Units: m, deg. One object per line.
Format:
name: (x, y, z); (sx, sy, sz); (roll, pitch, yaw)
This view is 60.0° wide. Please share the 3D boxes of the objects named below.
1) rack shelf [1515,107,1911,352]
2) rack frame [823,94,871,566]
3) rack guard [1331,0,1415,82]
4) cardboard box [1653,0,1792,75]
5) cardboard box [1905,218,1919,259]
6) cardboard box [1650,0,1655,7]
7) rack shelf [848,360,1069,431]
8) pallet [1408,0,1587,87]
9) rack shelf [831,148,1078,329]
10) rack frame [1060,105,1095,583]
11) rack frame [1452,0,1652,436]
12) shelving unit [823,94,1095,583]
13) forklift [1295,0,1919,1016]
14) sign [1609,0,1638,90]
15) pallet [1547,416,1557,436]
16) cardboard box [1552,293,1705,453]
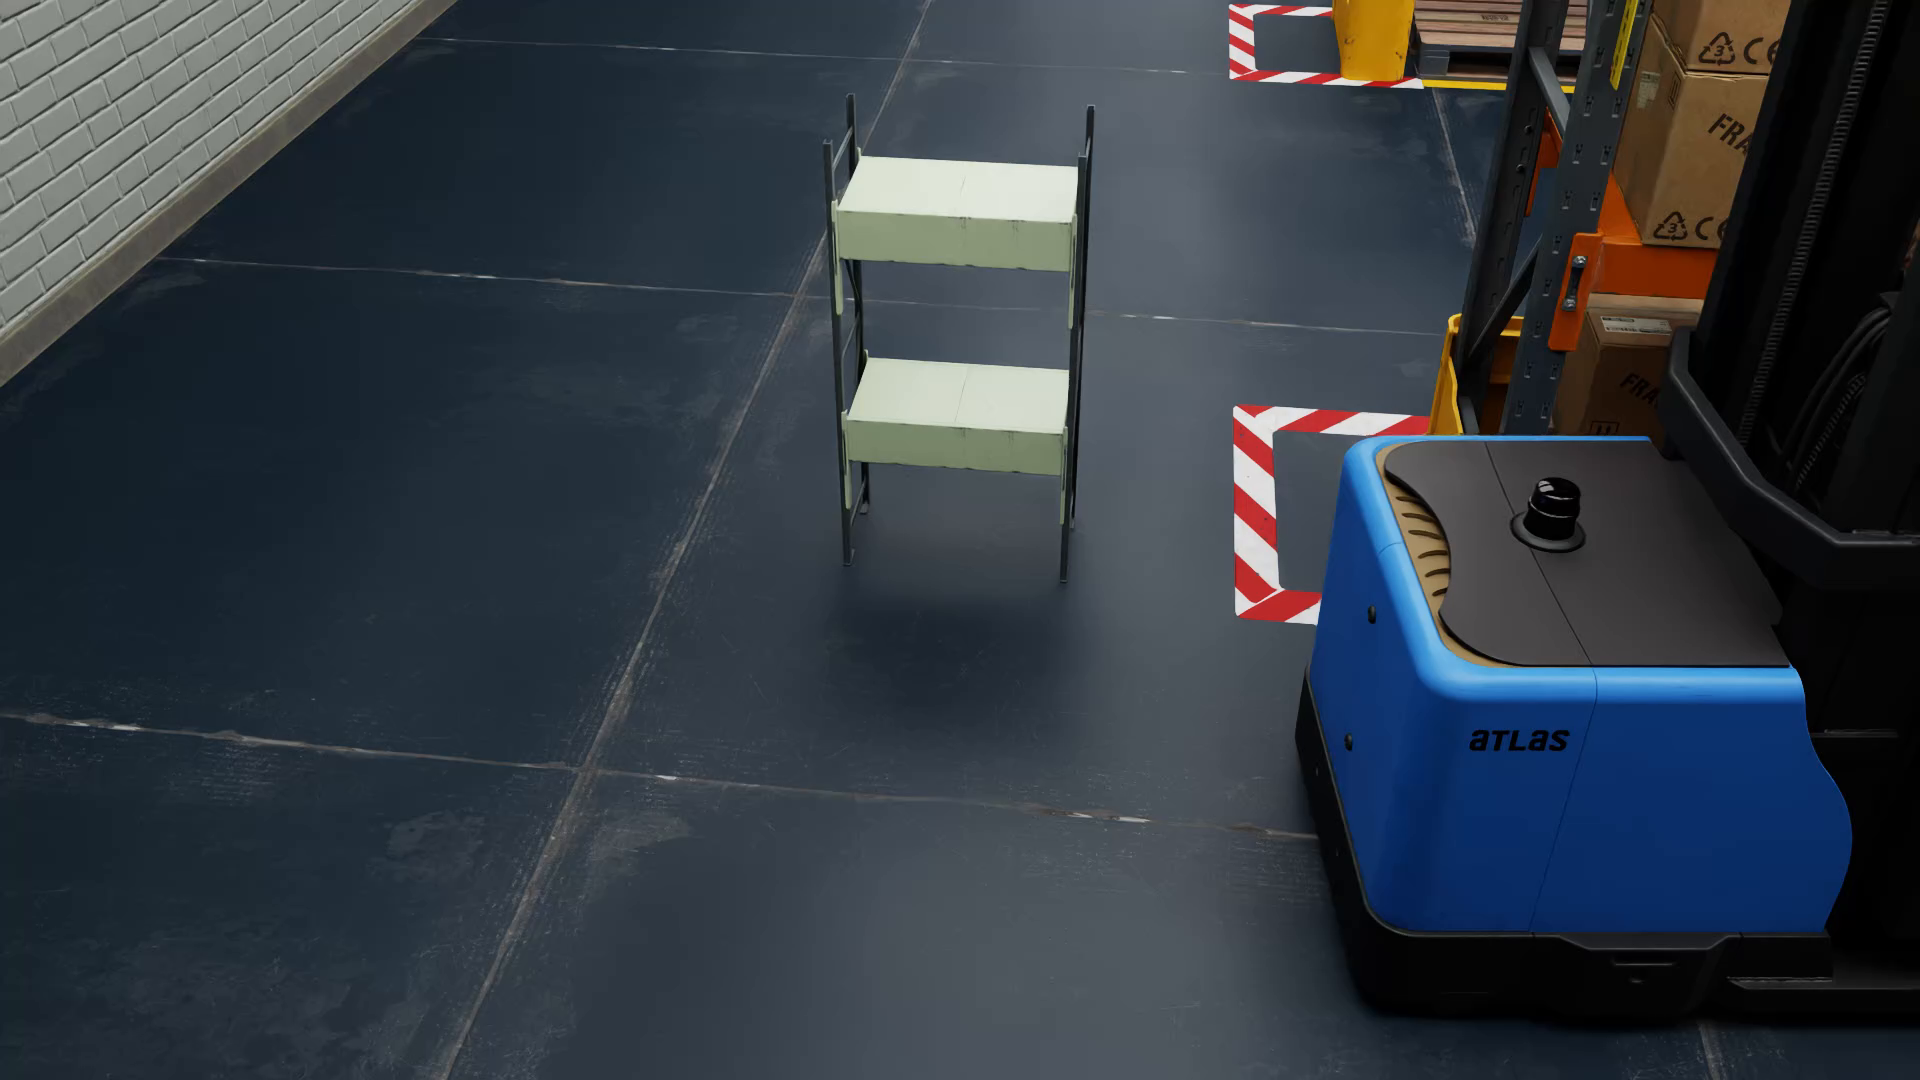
rack shelf: (3.775, -0.856, 4.986); (4.000, 0.370, 1.077); (4, 36, 6)
rack frame: (-0.356, -0.637, 5.352); (0.023, 1.500, 0.400); (4, 36, 6)
rack guard: (2.400, -3.127, 9.701); (0.348, 0.500, 1.175); (4, 36, 6)
cardboard box: (2.198, -1.559, 4.406); (0.500, 0.500, 0.500); (5, 36, 7)
cardboard box: (2.710, -1.117, 4.647); (0.500, 0.500, 0.500); (4, 36, 5)
cardboard box: (2.268, -1.870, 4.841); (0.500, 0.500, 0.500); (4, 36, 6)
rack shelf: (0.007, -0.424, 5.446); (0.686, 0.124, 0.368); (4, 36, 6)
pallet: (3.239, -2.932, 9.676); (1.213, 0.211, 1.003); (4, 36, 6)
rack shelf: (0.007, -0.928, 5.087); (0.720, 0.370, 0.431); (4, 36, 6)
rack frame: (0.370, -0.583, 5.276); (0.023, 1.500, 0.400); (4, 36, 6)
rack frame: (1.791, -1.296, 4.984); (0.127, 3.000, 1.000); (4, 36, 6)
shelving unit: (0.007, -0.610, 5.314); (0.755, 1.500, 0.431); (4, 36, 6)
forklift: (2.485, -0.311, 3.663); (3.031, 2.935, 1.130); (0, 36, 0)
sign: (1.722, -1.336, 4.295); (0.005, 0.325, 0.100); (4, 36, 6)
pallet: (2.658, -0.097, 5.705); (1.213, 0.211, 1.003); (4, 36, 6)
cardboard box: (2.362, -0.560, 5.725); (0.500, 0.500, 0.500); (4, 36, 6)
